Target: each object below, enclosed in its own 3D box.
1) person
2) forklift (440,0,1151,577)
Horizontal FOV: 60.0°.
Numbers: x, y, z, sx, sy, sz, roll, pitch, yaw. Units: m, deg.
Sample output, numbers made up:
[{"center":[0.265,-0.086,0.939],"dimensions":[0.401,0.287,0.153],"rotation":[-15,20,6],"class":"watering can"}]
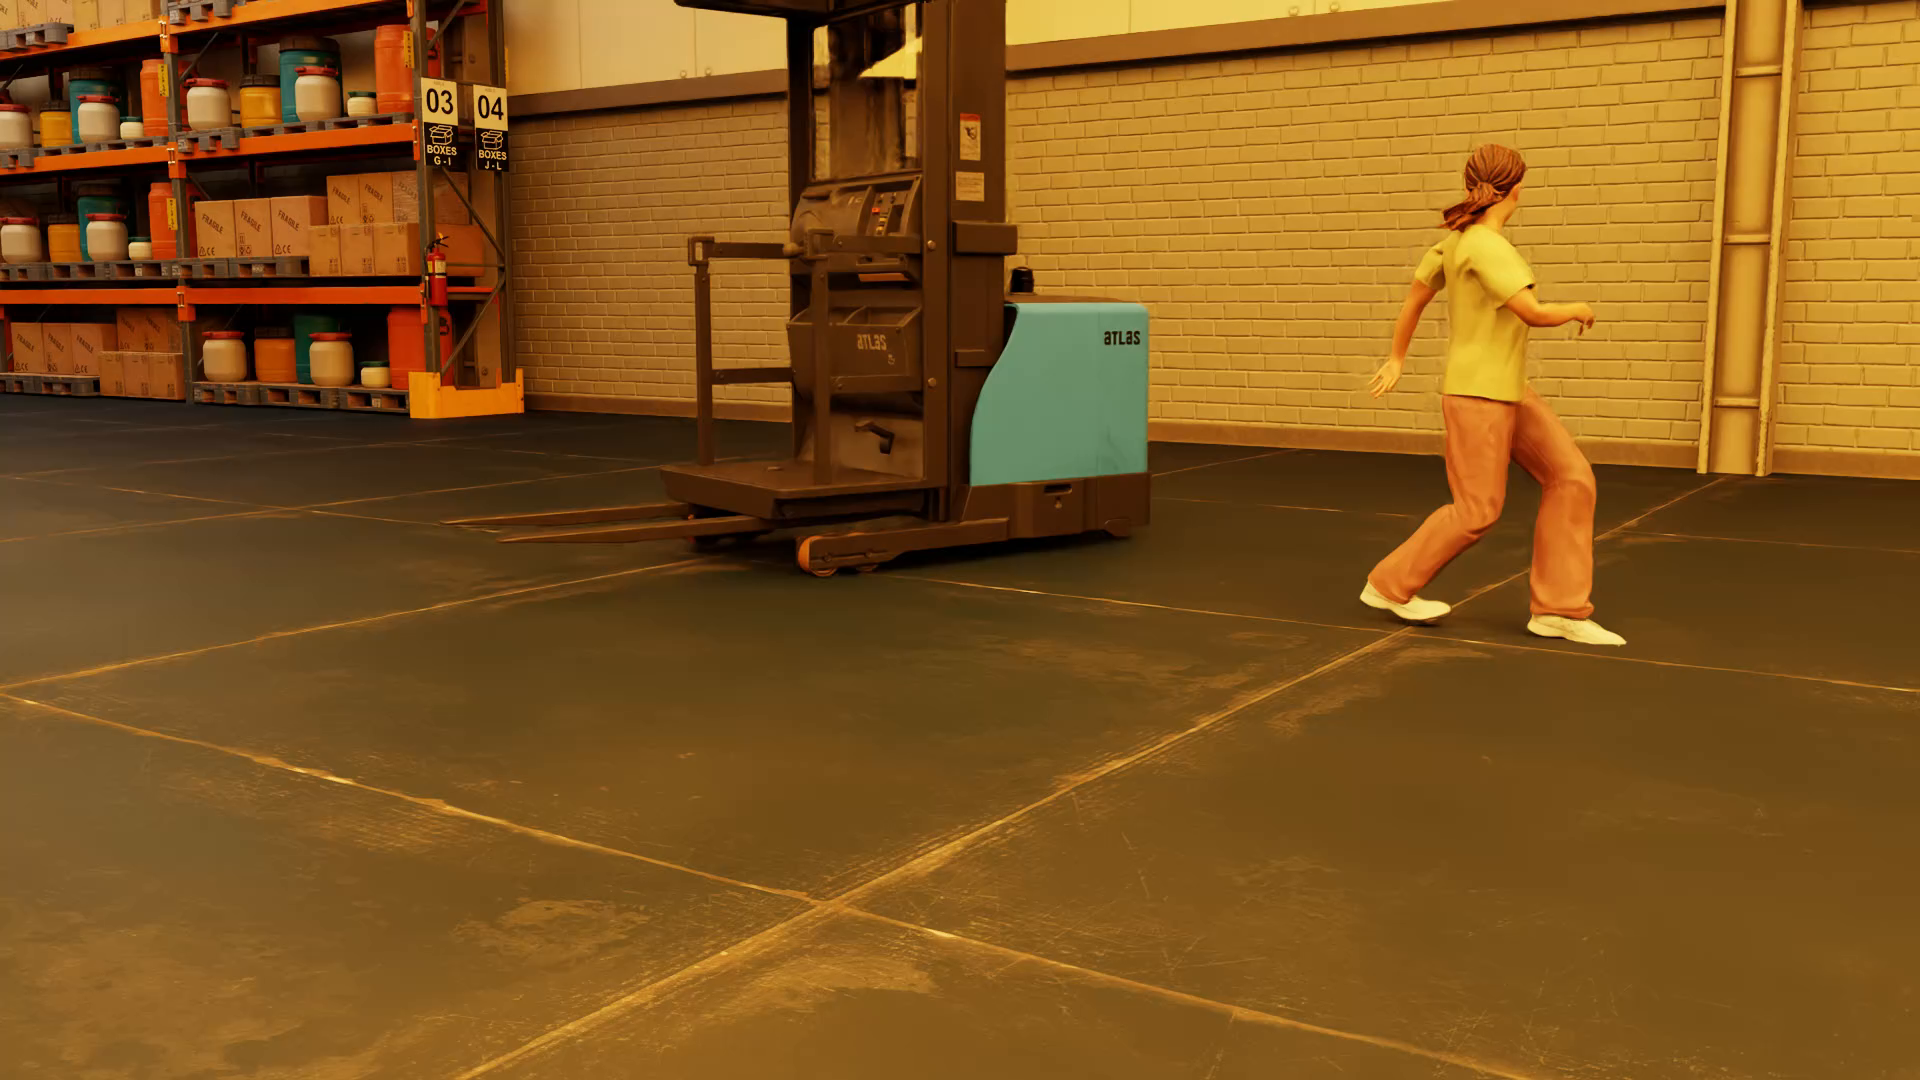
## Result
[{"center":[1.740,-0.475,5.420],"dimensions":[0.903,1.605,0.471],"rotation":[4,9,28],"class":"person"},{"center":[-0.619,-1.389,6.960],"dimensions":[3.031,2.935,1.130],"rotation":[-6,10,-35],"class":"forklift"}]
